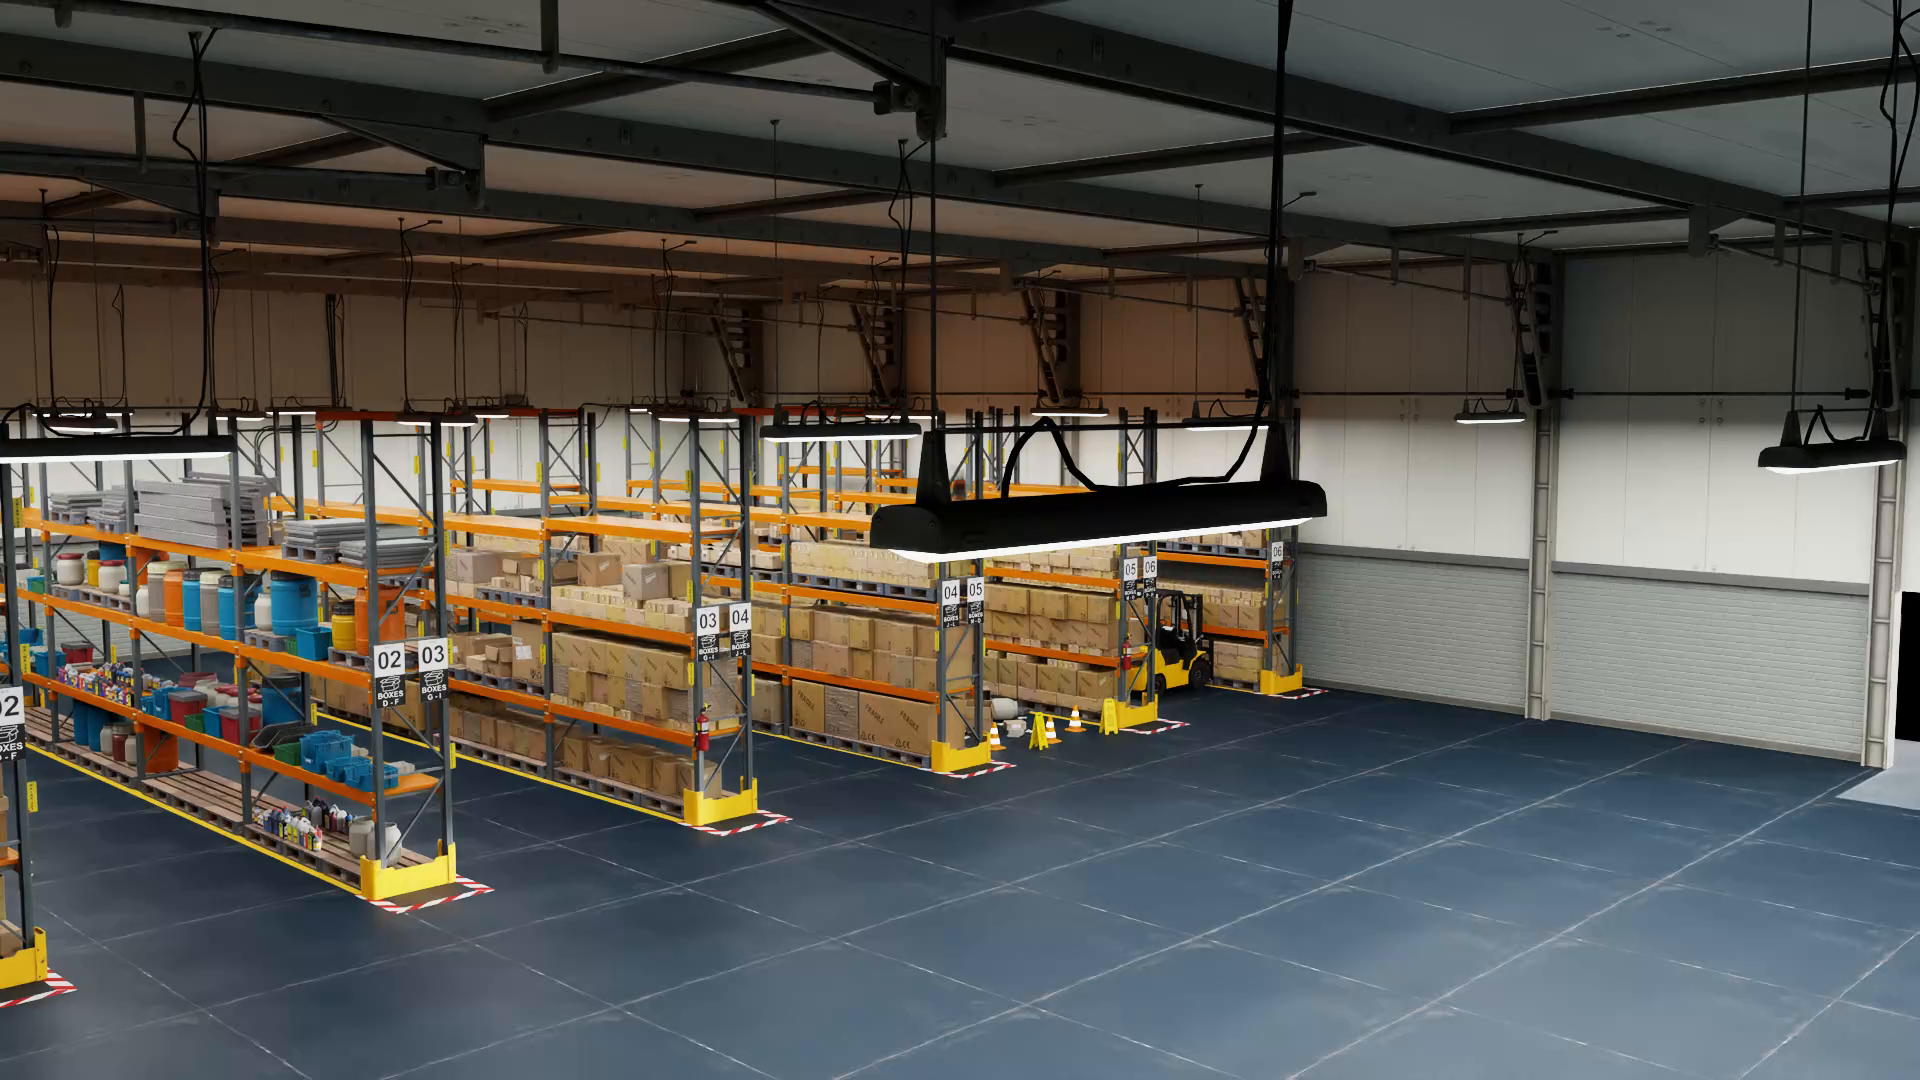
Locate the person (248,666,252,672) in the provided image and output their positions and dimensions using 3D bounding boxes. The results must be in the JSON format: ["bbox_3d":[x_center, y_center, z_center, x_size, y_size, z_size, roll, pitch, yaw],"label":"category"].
[{"bbox_3d":[-15.361,2.229,36.768,0.761,1.737,0.649,-4,6,-38],"label":"person"}]
